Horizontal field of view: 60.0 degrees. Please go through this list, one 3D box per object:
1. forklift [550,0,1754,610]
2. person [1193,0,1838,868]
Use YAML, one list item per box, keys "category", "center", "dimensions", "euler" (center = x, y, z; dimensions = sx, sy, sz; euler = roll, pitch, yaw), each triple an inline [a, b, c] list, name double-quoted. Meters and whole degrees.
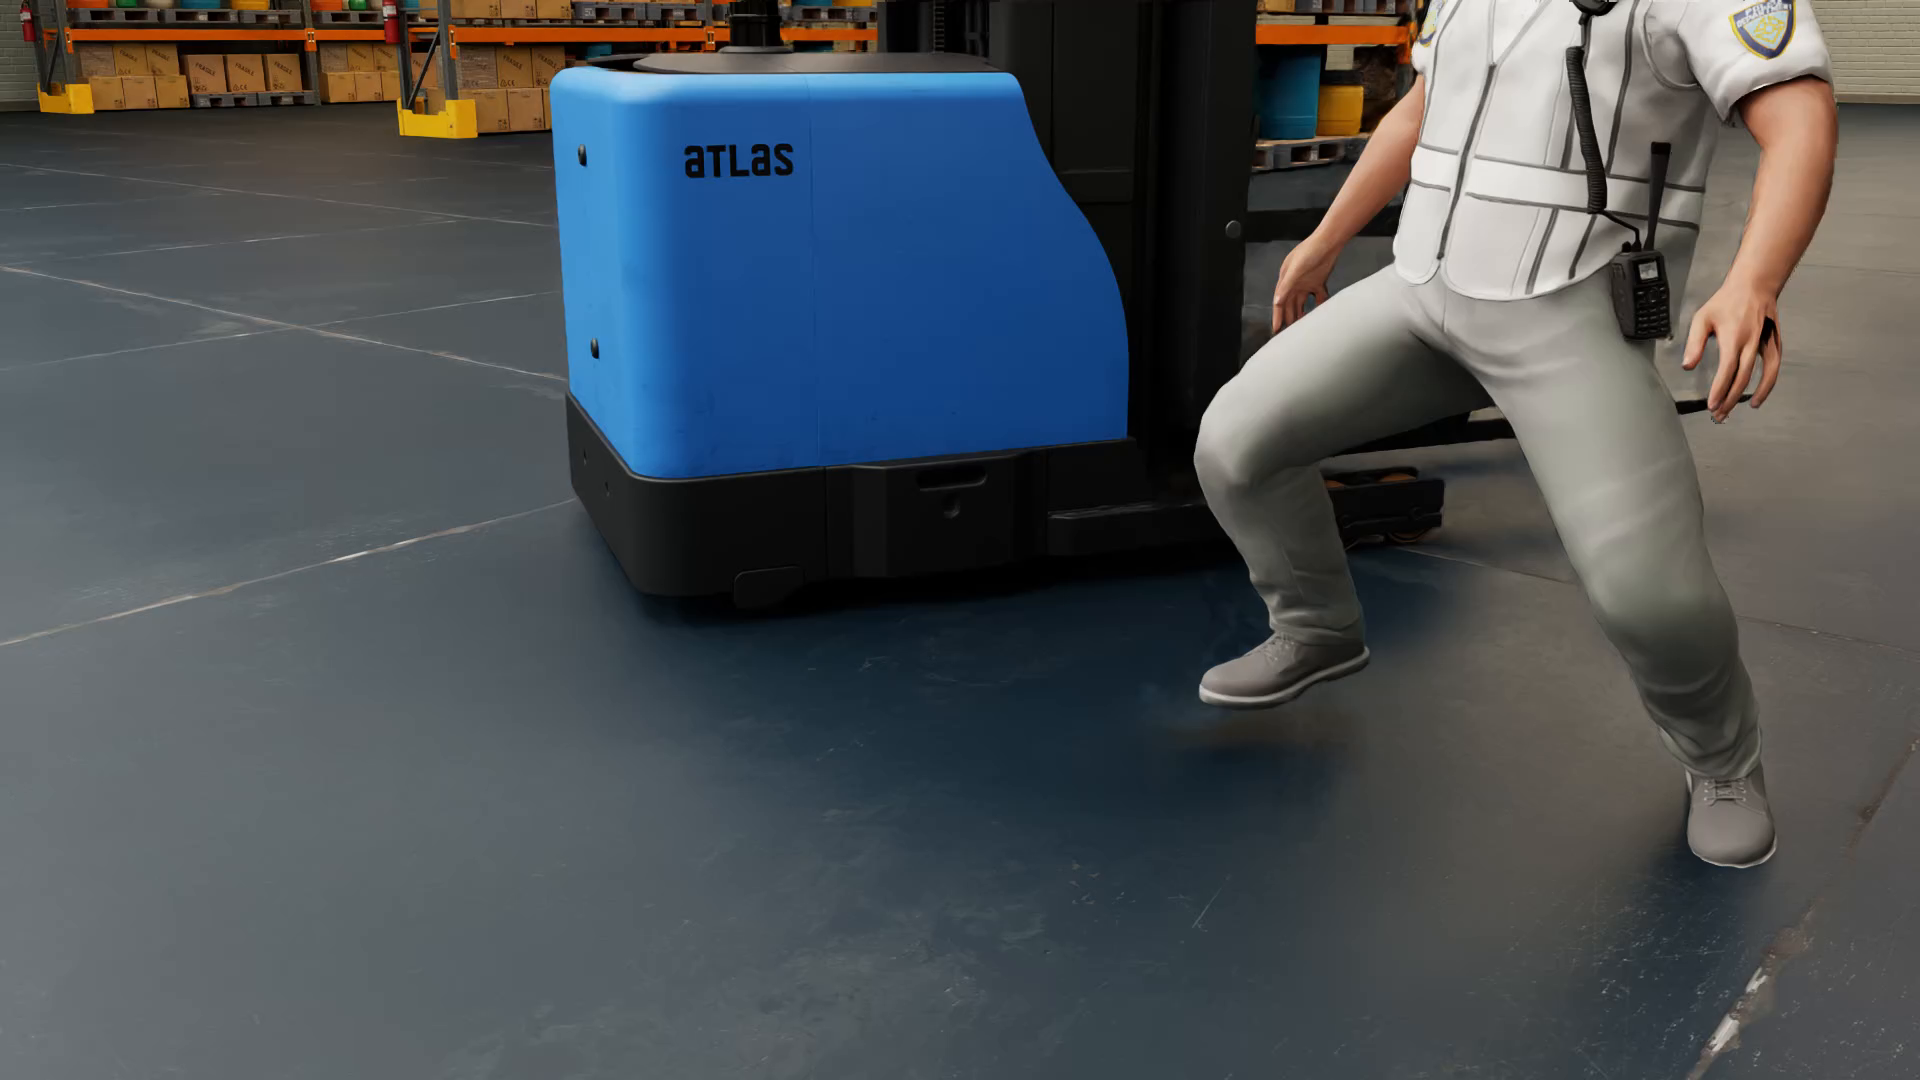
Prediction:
- category: "forklift"
  center: [0.601, -1.510, 3.869]
  dimensions: [3.031, 2.935, 1.130]
  euler: [-6, 18, -20]
- category: "person"
  center: [0.850, -0.366, 2.426]
  dimensions: [0.673, 1.631, 0.972]
  euler: [-10, 20, -30]
